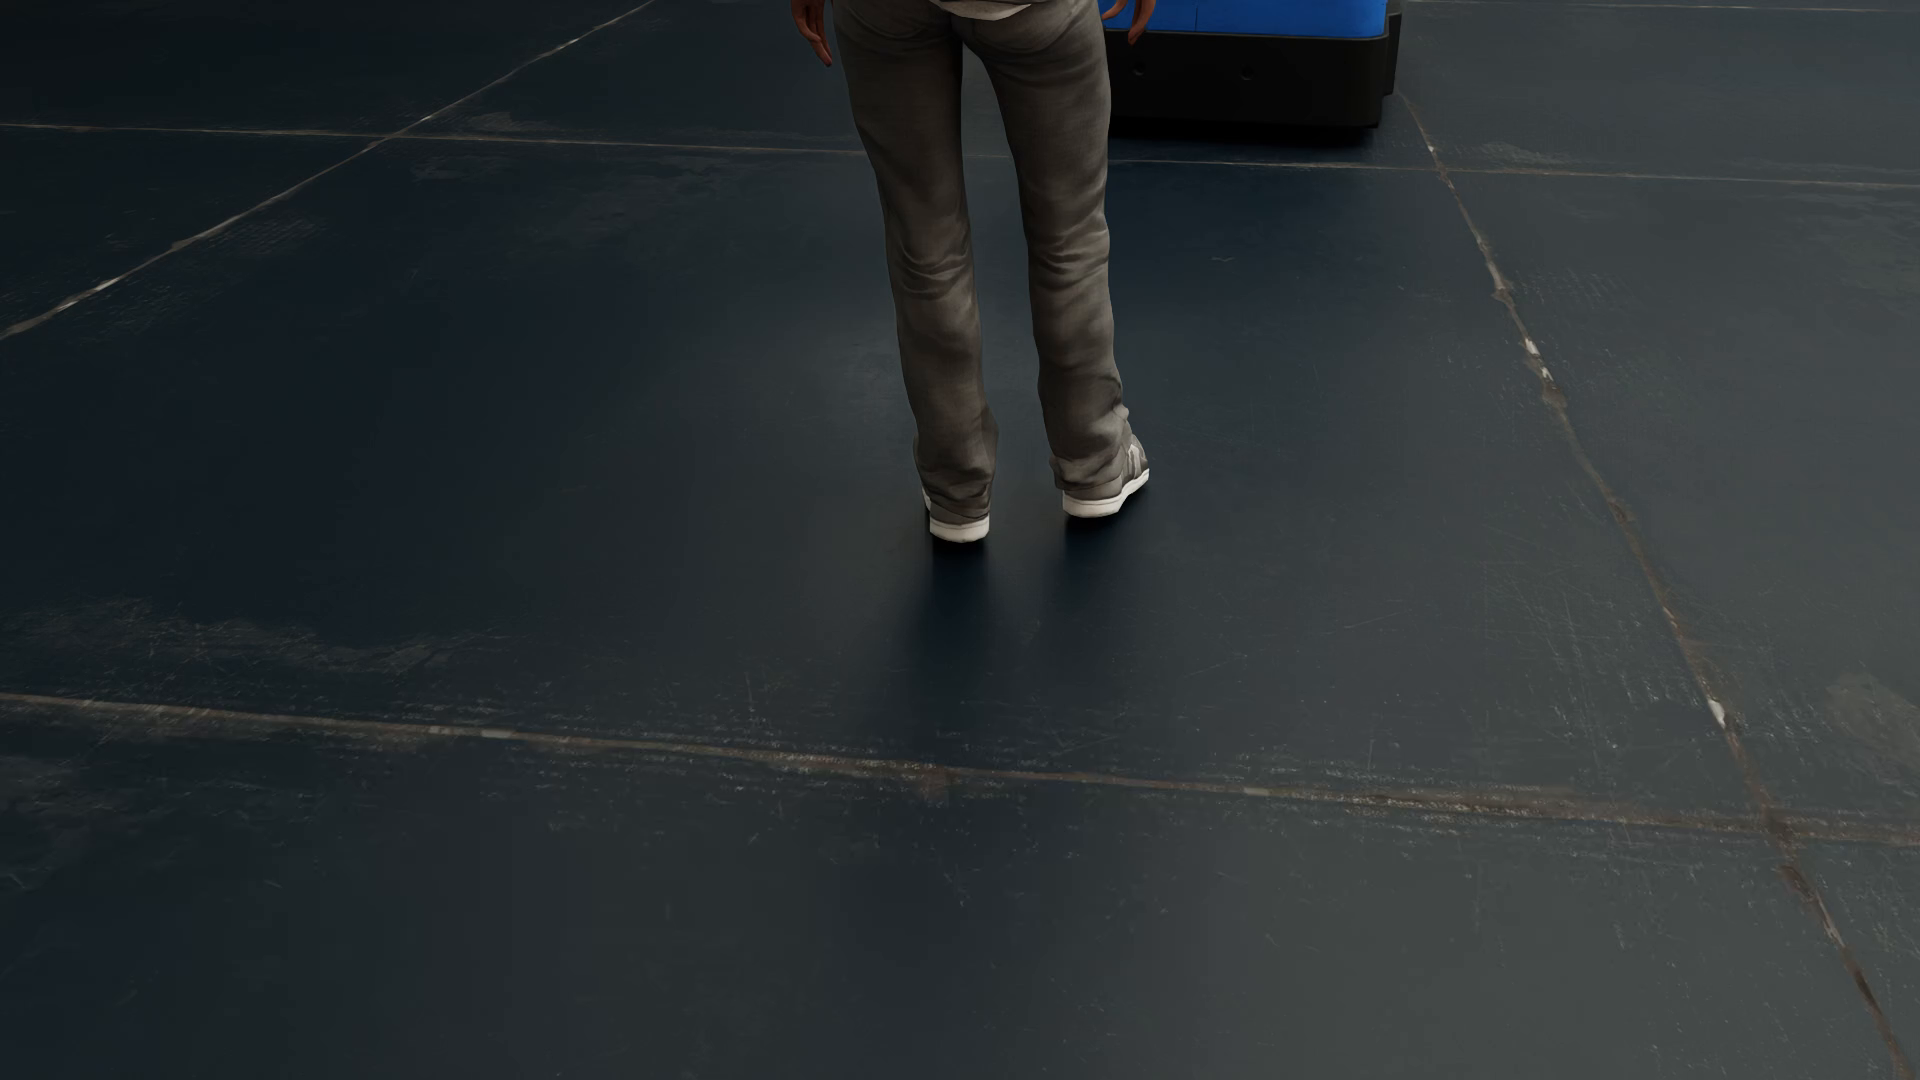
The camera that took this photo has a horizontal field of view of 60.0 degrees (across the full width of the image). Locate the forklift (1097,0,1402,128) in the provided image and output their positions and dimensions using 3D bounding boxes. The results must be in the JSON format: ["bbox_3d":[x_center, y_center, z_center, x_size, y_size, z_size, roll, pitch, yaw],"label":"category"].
[{"bbox_3d":[0.997,-3.104,5.438,1.130,2.935,3.031,6,27,12],"label":"forklift"}]

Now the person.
[{"bbox_3d":[0.024,-0.753,2.204,0.520,1.597,0.475,3,27,7],"label":"person"}]
